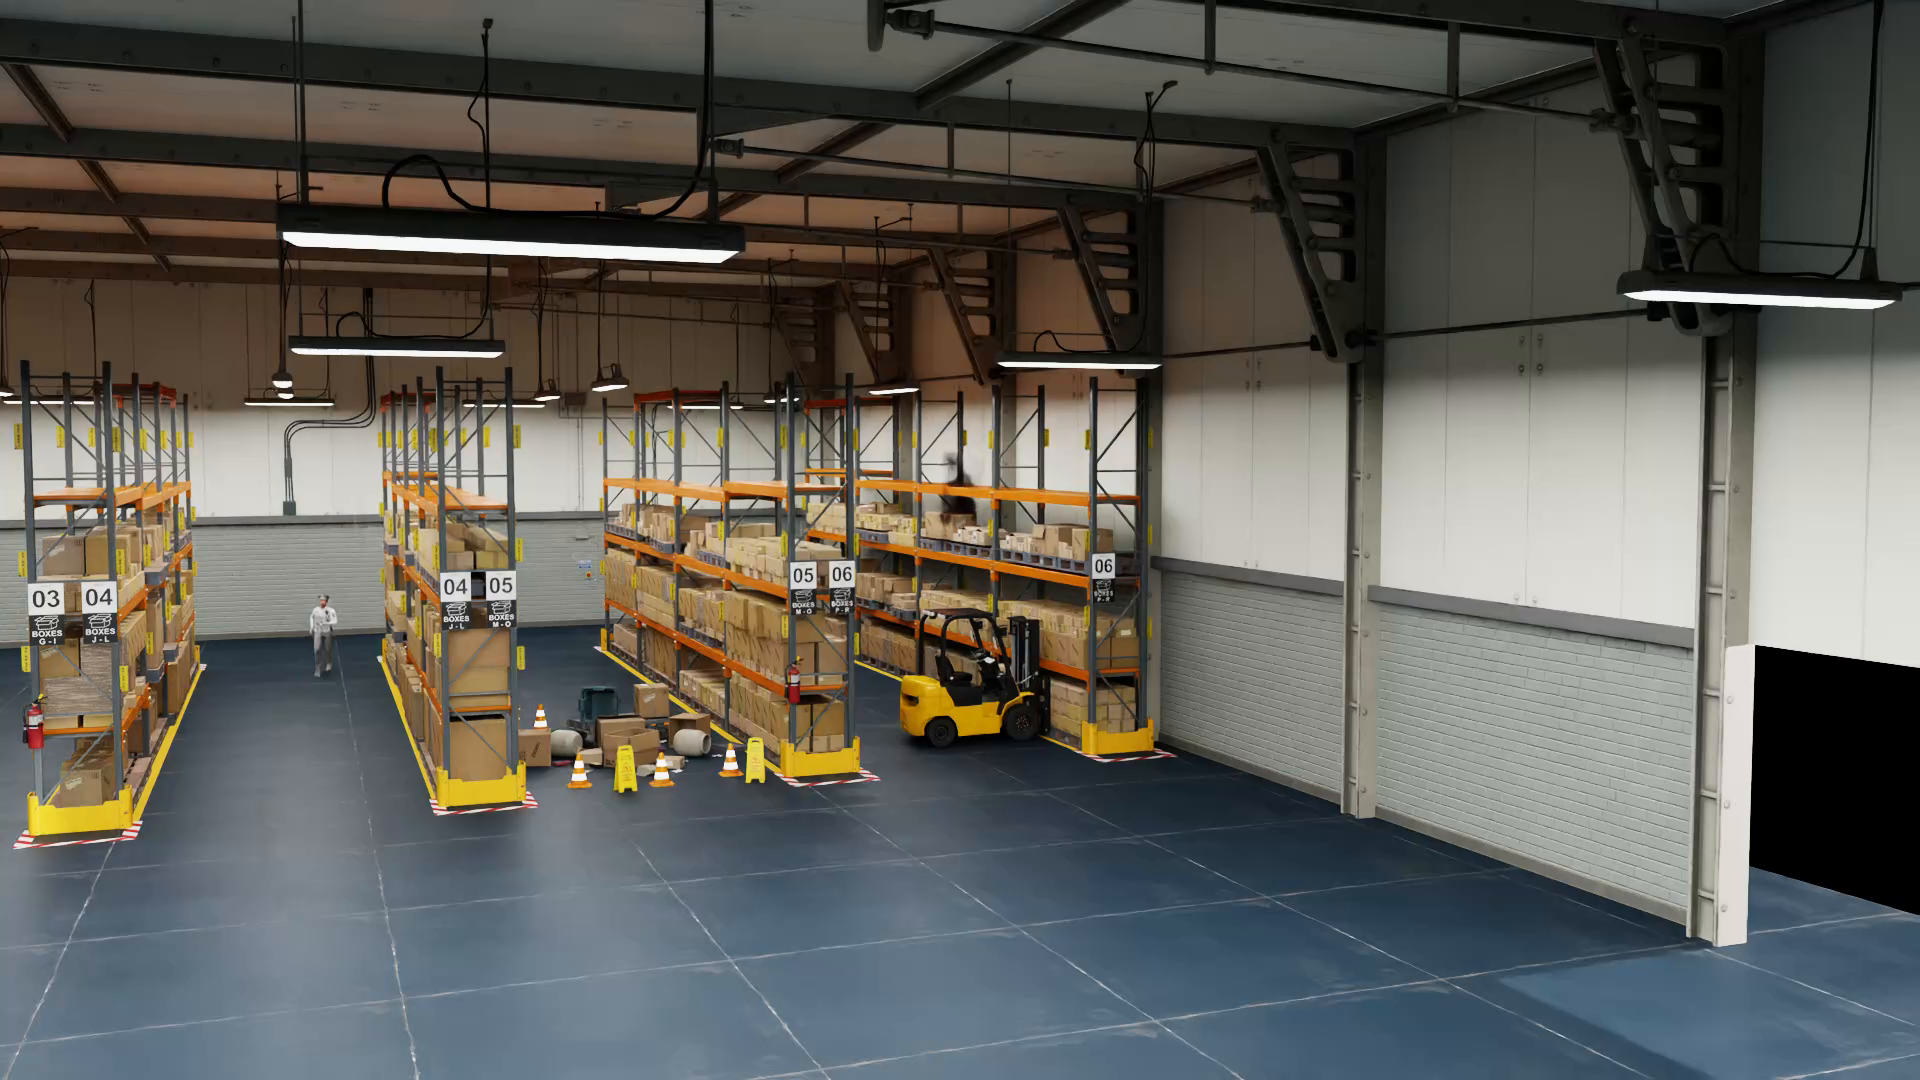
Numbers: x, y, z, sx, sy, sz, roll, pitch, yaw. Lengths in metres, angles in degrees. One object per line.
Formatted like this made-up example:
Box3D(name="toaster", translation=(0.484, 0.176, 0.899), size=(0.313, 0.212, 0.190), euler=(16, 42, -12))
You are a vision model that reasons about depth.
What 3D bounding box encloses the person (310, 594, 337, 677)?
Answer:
Box3D(name="person", translation=(-13.593, 2.016, 35.514), size=(0.598, 1.729, 0.784), euler=(-1, 3, -10))
